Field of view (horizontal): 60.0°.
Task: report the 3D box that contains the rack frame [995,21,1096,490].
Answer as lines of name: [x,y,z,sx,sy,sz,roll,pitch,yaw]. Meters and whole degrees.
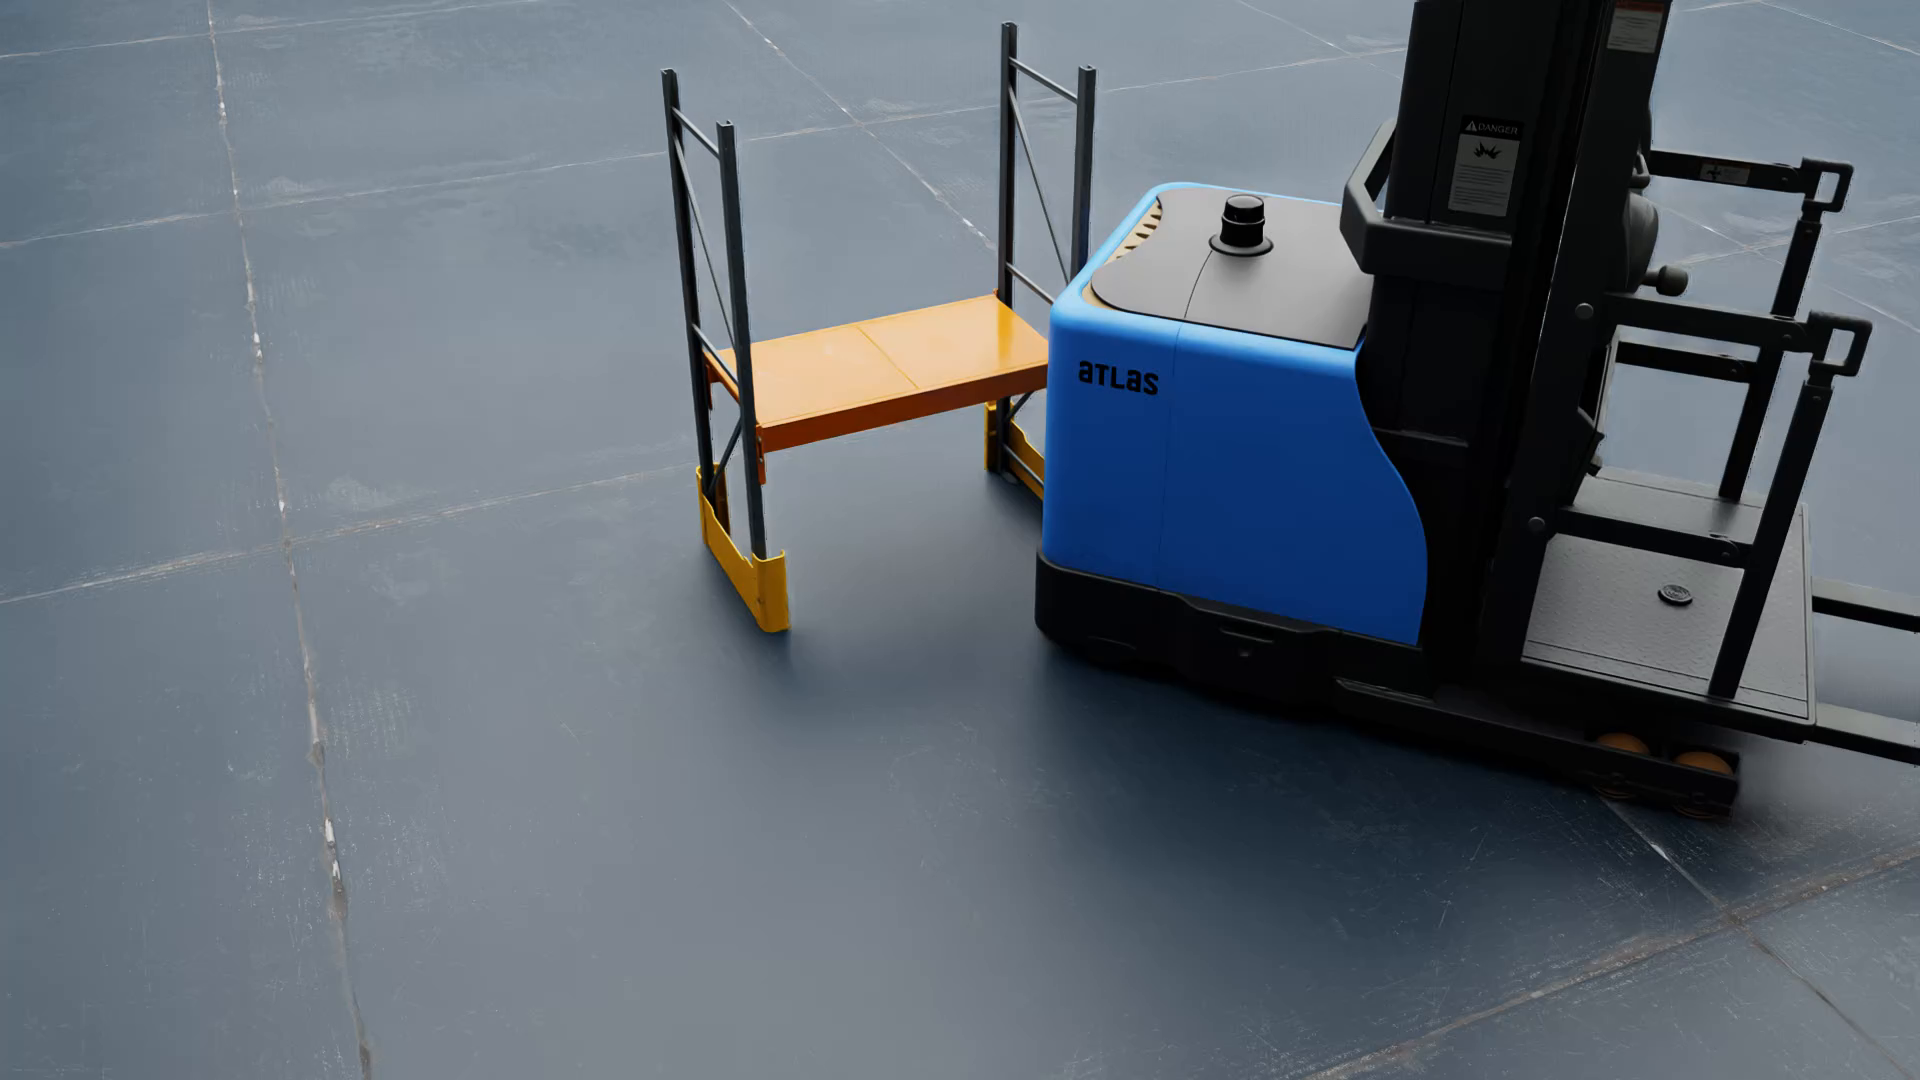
rack frame: [0.241,-0.745,5.021,0.032,1.500,0.500,-15,36,-21]

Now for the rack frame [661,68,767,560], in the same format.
rack frame: [-0.674,-0.504,4.649,0.032,1.500,0.500,-15,36,-21]

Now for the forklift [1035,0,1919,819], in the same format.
forklift: [1.782,-0.860,3.884,3.031,2.935,1.130,13,35,18]

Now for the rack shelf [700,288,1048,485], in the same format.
rack shelf: [-0.216,-0.474,4.933,1.000,0.185,0.538,-15,36,-21]

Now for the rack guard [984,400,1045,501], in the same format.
rack guard: [0.240,-0.221,5.361,0.087,0.250,0.587,-15,36,-21]

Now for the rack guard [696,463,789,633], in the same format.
rack guard: [-0.657,0.015,4.997,0.087,0.250,0.587,-15,36,-21]

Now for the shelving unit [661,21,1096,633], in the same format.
shelving unit: [-0.208,-0.627,4.838,1.083,1.500,0.587,-15,36,-21]
